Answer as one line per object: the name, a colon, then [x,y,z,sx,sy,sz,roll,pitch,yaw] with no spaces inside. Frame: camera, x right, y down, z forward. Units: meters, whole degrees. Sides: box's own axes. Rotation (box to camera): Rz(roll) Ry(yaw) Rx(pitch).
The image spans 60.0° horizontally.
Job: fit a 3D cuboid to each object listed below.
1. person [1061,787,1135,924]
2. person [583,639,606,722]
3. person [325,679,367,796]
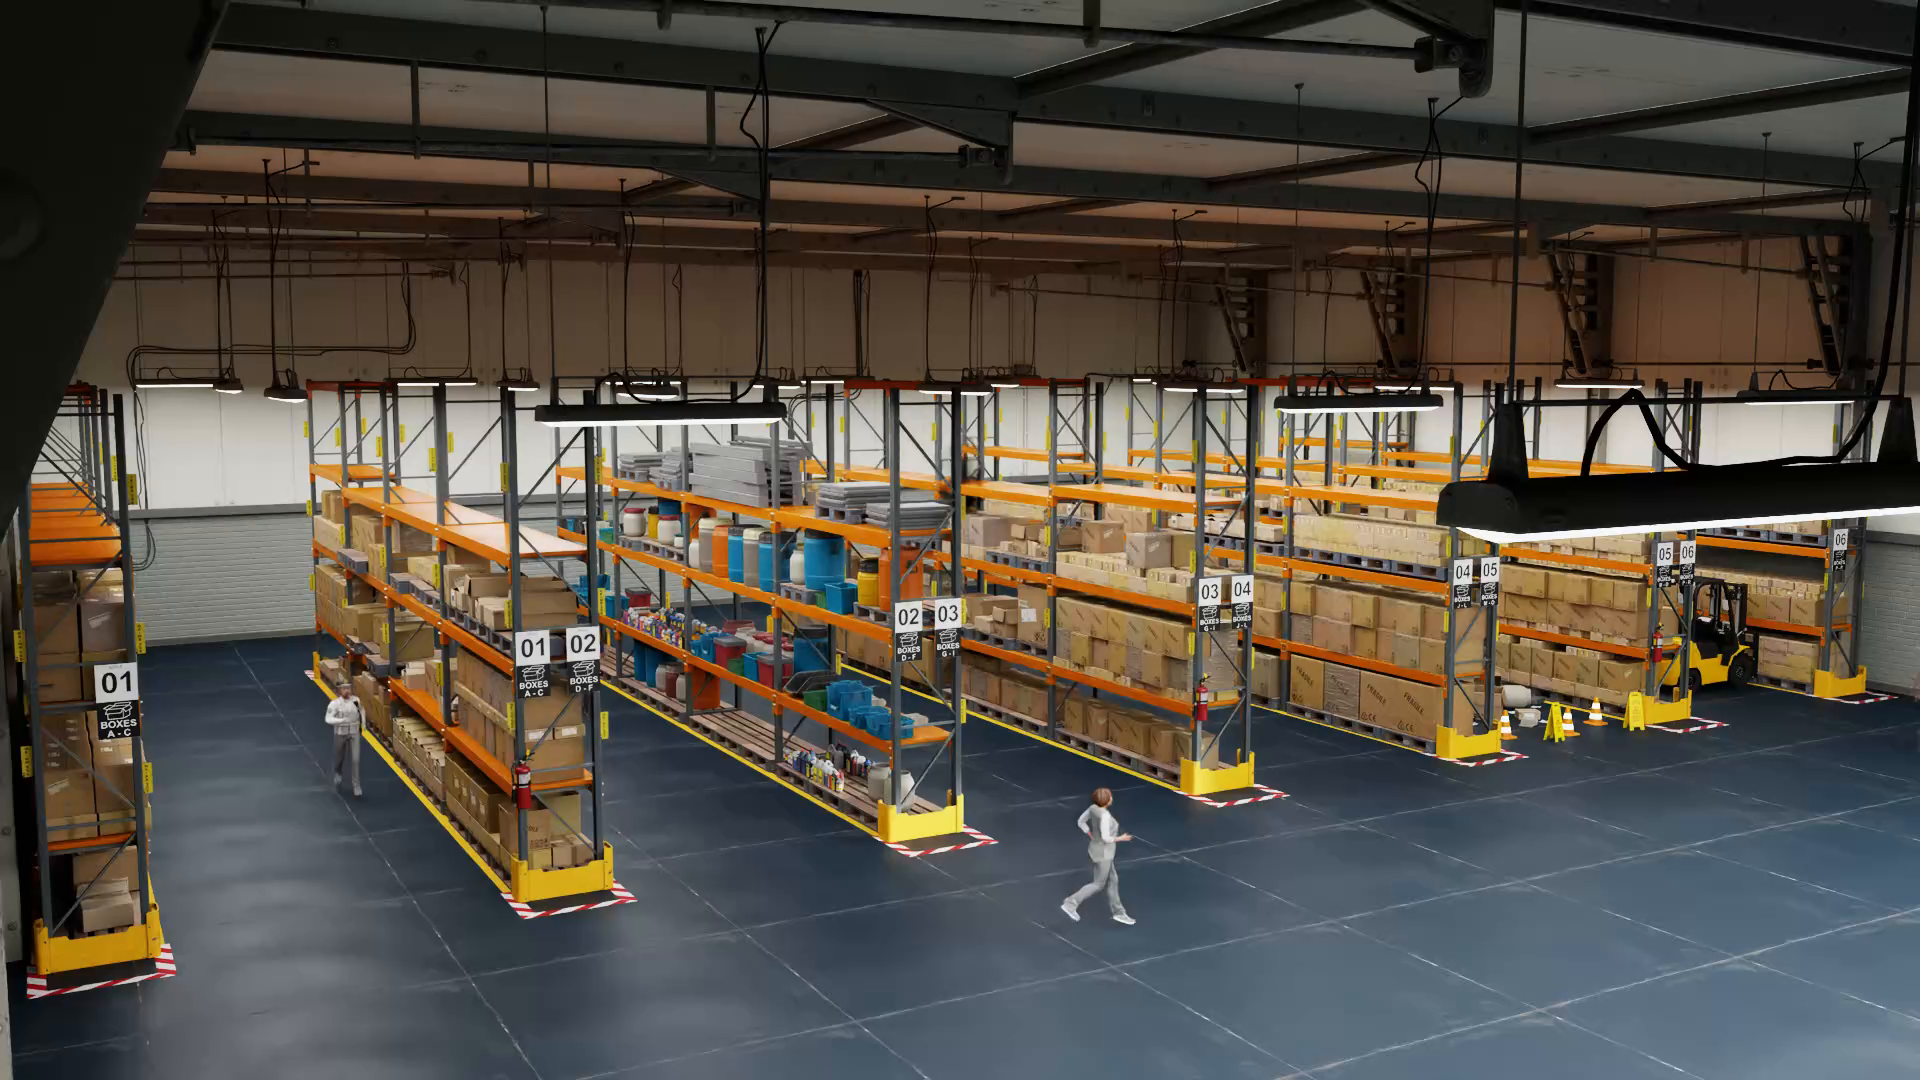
person: [1.557,3.553,18.621,0.877,1.605,0.538,-1,6,-9]
person: [-6.608,2.361,29.720,0.553,1.713,0.782,-3,7,-26]
person: [-9.032,2.865,24.513,0.612,1.677,0.939,-4,7,-32]
